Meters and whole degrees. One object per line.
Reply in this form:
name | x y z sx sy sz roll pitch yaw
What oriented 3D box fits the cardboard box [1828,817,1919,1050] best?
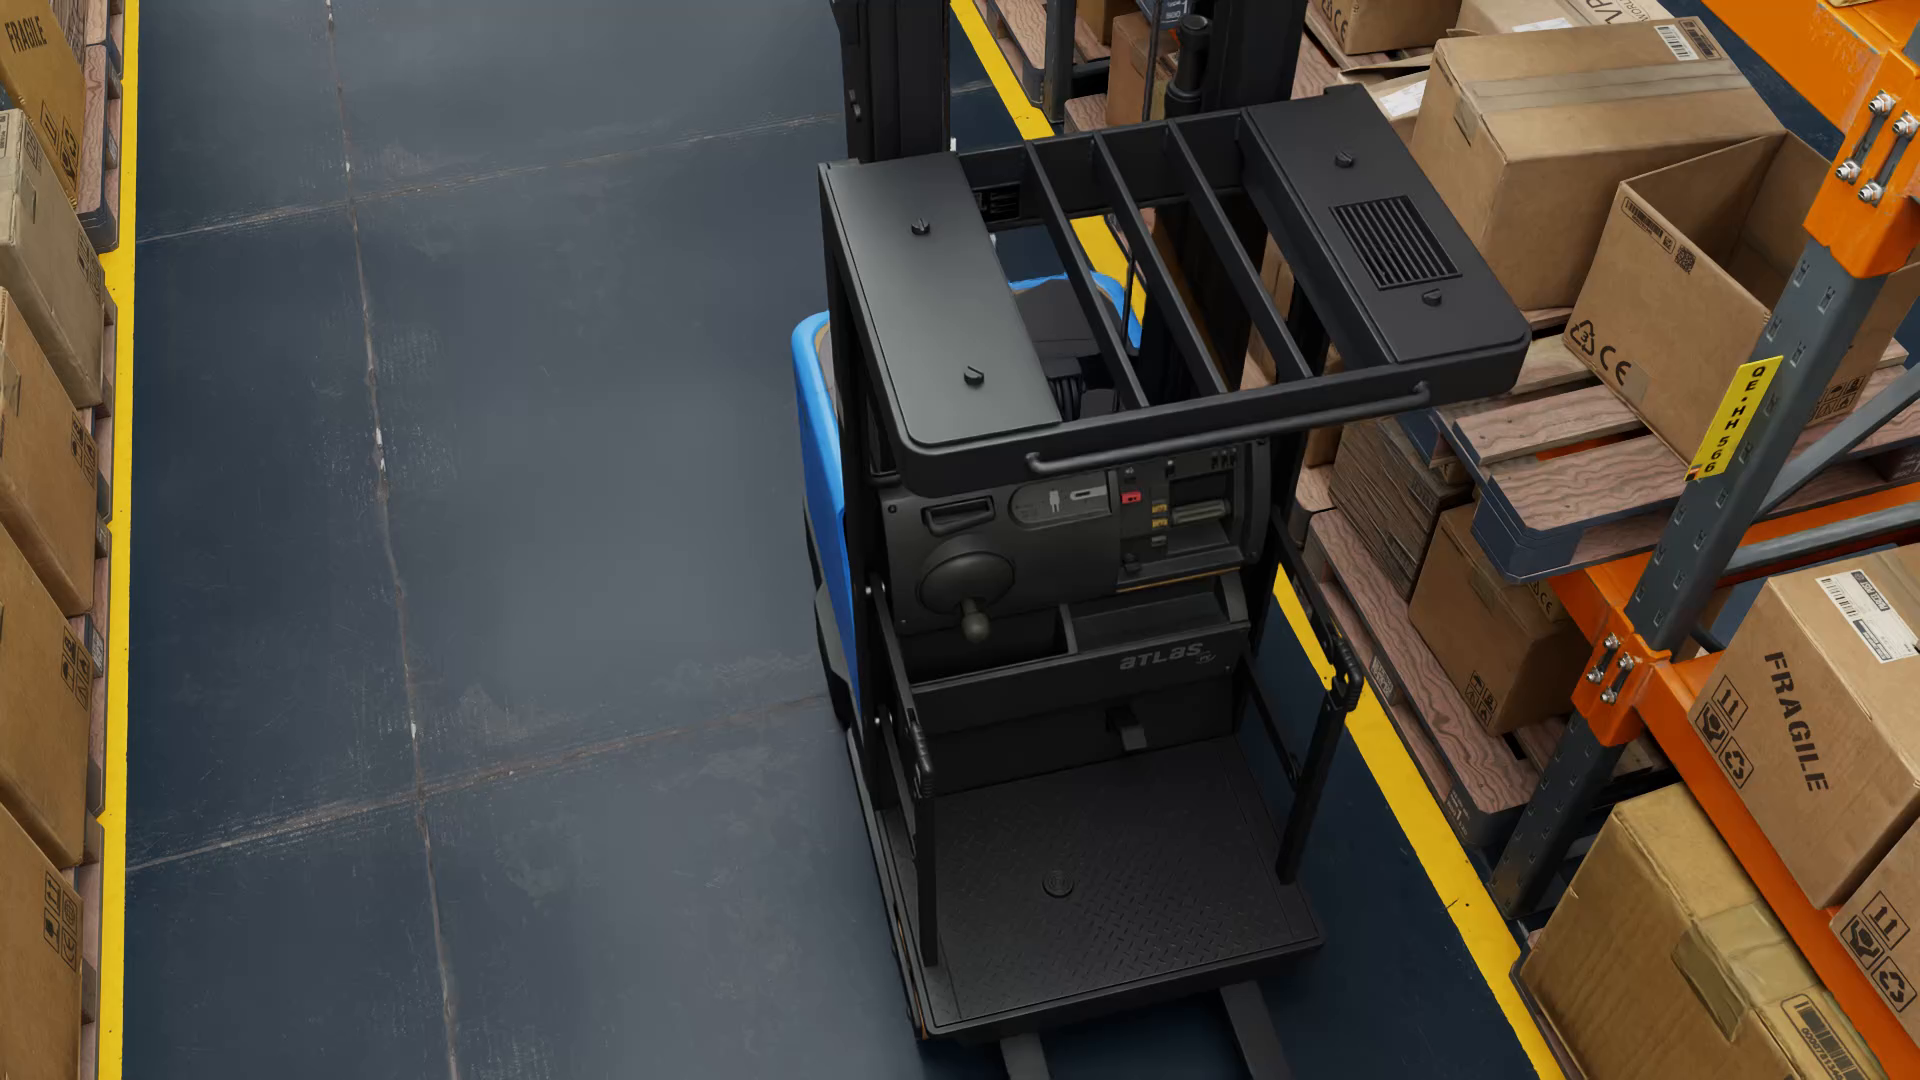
cardboard box | 2.079 0.743 3.096 0.500 0.500 0.500 -15 51 -12

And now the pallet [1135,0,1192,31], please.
pallet | 0.945 -2.286 5.841 1.003 0.211 1.213 -13 51 -11

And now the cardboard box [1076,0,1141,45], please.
cardboard box | 0.778 -2.570 7.315 0.500 0.500 0.500 -15 51 -12

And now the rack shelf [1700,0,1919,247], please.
rack shelf | 1.449 -2.213 4.162 1.077 0.370 4.000 -13 51 -11

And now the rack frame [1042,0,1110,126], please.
rack frame | 0.858 -2.939 6.266 1.000 3.000 0.127 -13 51 -11

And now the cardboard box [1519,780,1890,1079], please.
cardboard box | 2.225 1.041 4.026 1.225 0.875 0.875 -15 52 -13

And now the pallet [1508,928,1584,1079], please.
pallet | 2.202 1.474 4.369 1.003 0.211 1.213 -13 51 -11

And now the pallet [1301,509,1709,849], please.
pallet | 1.811 0.310 5.350 1.003 0.211 1.213 -13 51 -11

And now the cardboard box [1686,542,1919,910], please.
cardboard box | 1.925 0.367 3.413 0.500 0.500 0.500 -12 51 -10

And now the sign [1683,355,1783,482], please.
sign | 1.525 -0.235 3.281 0.100 0.325 0.005 -13 51 -11

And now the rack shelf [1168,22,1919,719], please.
rack shelf | 1.449 -1.246 5.309 1.077 0.370 4.000 -13 51 -11

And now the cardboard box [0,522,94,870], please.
cardboard box | -3.083 0.517 4.549 1.050 0.750 0.750 -13 51 -10

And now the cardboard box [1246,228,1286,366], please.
cardboard box | 1.308 -1.060 6.029 0.700 0.500 0.500 -17 52 -14

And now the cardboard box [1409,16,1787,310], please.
cardboard box | 1.582 -0.955 4.253 0.700 0.500 0.500 -7 50 -6

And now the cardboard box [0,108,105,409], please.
cardboard box | -3.641 -0.868 5.717 1.050 0.750 0.750 -14 51 -11

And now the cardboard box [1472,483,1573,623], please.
cardboard box | 1.814 -0.078 4.710 0.500 0.250 0.500 -11 51 -9

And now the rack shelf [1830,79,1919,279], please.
rack shelf | 2.632 0.709 1.699 1.077 0.370 4.000 -13 51 -11

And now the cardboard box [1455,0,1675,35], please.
cardboard box | 1.765 -1.380 4.775 0.500 0.250 0.500 -15 51 -12

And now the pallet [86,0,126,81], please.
pallet | -4.425 -2.458 7.684 1.003 0.211 1.213 -13 51 -11

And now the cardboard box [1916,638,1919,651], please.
cardboard box | 2.242 0.165 2.928 0.797 0.503 0.637 -12 51 -10

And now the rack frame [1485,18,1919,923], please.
rack frame | 2.041 -0.017 3.803 1.000 3.000 0.127 -13 51 -11

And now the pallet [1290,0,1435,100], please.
pallet | 1.416 -1.392 5.087 1.003 0.211 1.213 -13 51 -11

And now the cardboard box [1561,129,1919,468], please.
cardboard box | 1.843 -0.570 3.929 0.500 0.500 0.500 -19 52 -15

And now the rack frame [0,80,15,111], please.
rack frame | -3.910 -1.891 5.382 1.000 3.000 0.127 -13 51 -11

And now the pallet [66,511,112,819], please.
pallet | -3.245 0.447 5.235 1.003 0.211 1.213 -13 51 -11

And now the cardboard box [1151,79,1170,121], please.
cardboard box | 1.142 -1.469 6.374 0.700 0.500 0.500 -14 51 -11

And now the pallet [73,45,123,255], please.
pallet | -4.060 -1.565 6.932 1.003 0.211 1.213 -13 51 -11

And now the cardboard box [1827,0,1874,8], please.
cardboard box | 1.666 -1.228 2.959 0.500 0.250 0.500 -13 51 -11

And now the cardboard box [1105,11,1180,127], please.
cardboard box | 1.019 -1.822 6.671 0.700 0.500 0.500 -17 52 -14

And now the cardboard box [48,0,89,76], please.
cardboard box | -4.299 -2.474 6.989 0.875 0.875 0.875 -13 51 -11

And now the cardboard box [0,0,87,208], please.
cardboard box | -4.029 -1.817 6.435 0.875 0.875 0.875 -13 51 -10

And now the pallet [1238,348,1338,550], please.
pallet | 1.454 -0.579 6.100 1.003 0.211 1.213 -13 51 -11

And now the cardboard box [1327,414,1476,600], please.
cardboard box | 1.647 -0.240 5.338 0.700 0.500 0.500 -17 52 -14

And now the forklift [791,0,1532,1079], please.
forklift | 0.334 0.093 3.755 1.130 2.935 3.031 -11 51 -9

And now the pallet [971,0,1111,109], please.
pallet | 0.626 -2.522 7.738 1.003 0.211 1.213 -13 51 -11

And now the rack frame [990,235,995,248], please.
rack frame | -0.014 -0.493 5.381 0.240 1.200 0.015 -11 51 -9

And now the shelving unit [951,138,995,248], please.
shelving unit | -0.072 -0.675 5.534 0.258 1.200 0.503 -11 51 -9

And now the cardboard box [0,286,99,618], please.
cardboard box | -3.359 -0.163 5.122 1.050 0.750 0.750 -13 51 -11

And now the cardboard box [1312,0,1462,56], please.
cardboard box | 1.459 -1.862 5.016 0.797 0.503 0.637 -9 50 -7

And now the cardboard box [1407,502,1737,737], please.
cardboard box | 1.824 0.162 4.999 0.700 0.500 0.500 -16 52 -13

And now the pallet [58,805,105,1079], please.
pallet | -2.888 1.336 4.485 1.003 0.211 1.213 -13 51 -11

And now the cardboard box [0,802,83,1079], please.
cardboard box | -2.821 1.155 4.011 1.050 0.750 0.750 -14 51 -11

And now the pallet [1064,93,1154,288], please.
pallet | 1.090 -1.472 6.853 1.003 0.211 1.213 -13 51 -11

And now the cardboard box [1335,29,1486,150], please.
cardboard box | 1.290 -1.266 4.669 0.396 0.266 0.258 -15 51 -12

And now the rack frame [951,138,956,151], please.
rack frame | -0.130 -0.856 5.687 0.240 1.200 0.015 -11 51 -9

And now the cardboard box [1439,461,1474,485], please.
cardboard box | 1.647 -0.463 5.035 0.500 0.250 0.500 -8 50 -7

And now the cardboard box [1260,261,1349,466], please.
cardboard box | 1.473 -0.653 5.686 0.700 0.500 0.500 -9 51 -8

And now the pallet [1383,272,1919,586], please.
pallet | 1.728 -0.452 4.294 1.213 0.211 1.003 -13 51 -11

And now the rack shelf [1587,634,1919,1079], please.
rack shelf | 2.632 1.675 2.846 1.077 0.370 4.000 -13 51 -11

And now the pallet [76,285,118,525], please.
pallet | -3.610 -0.446 5.988 1.003 0.211 1.213 -13 51 -11
